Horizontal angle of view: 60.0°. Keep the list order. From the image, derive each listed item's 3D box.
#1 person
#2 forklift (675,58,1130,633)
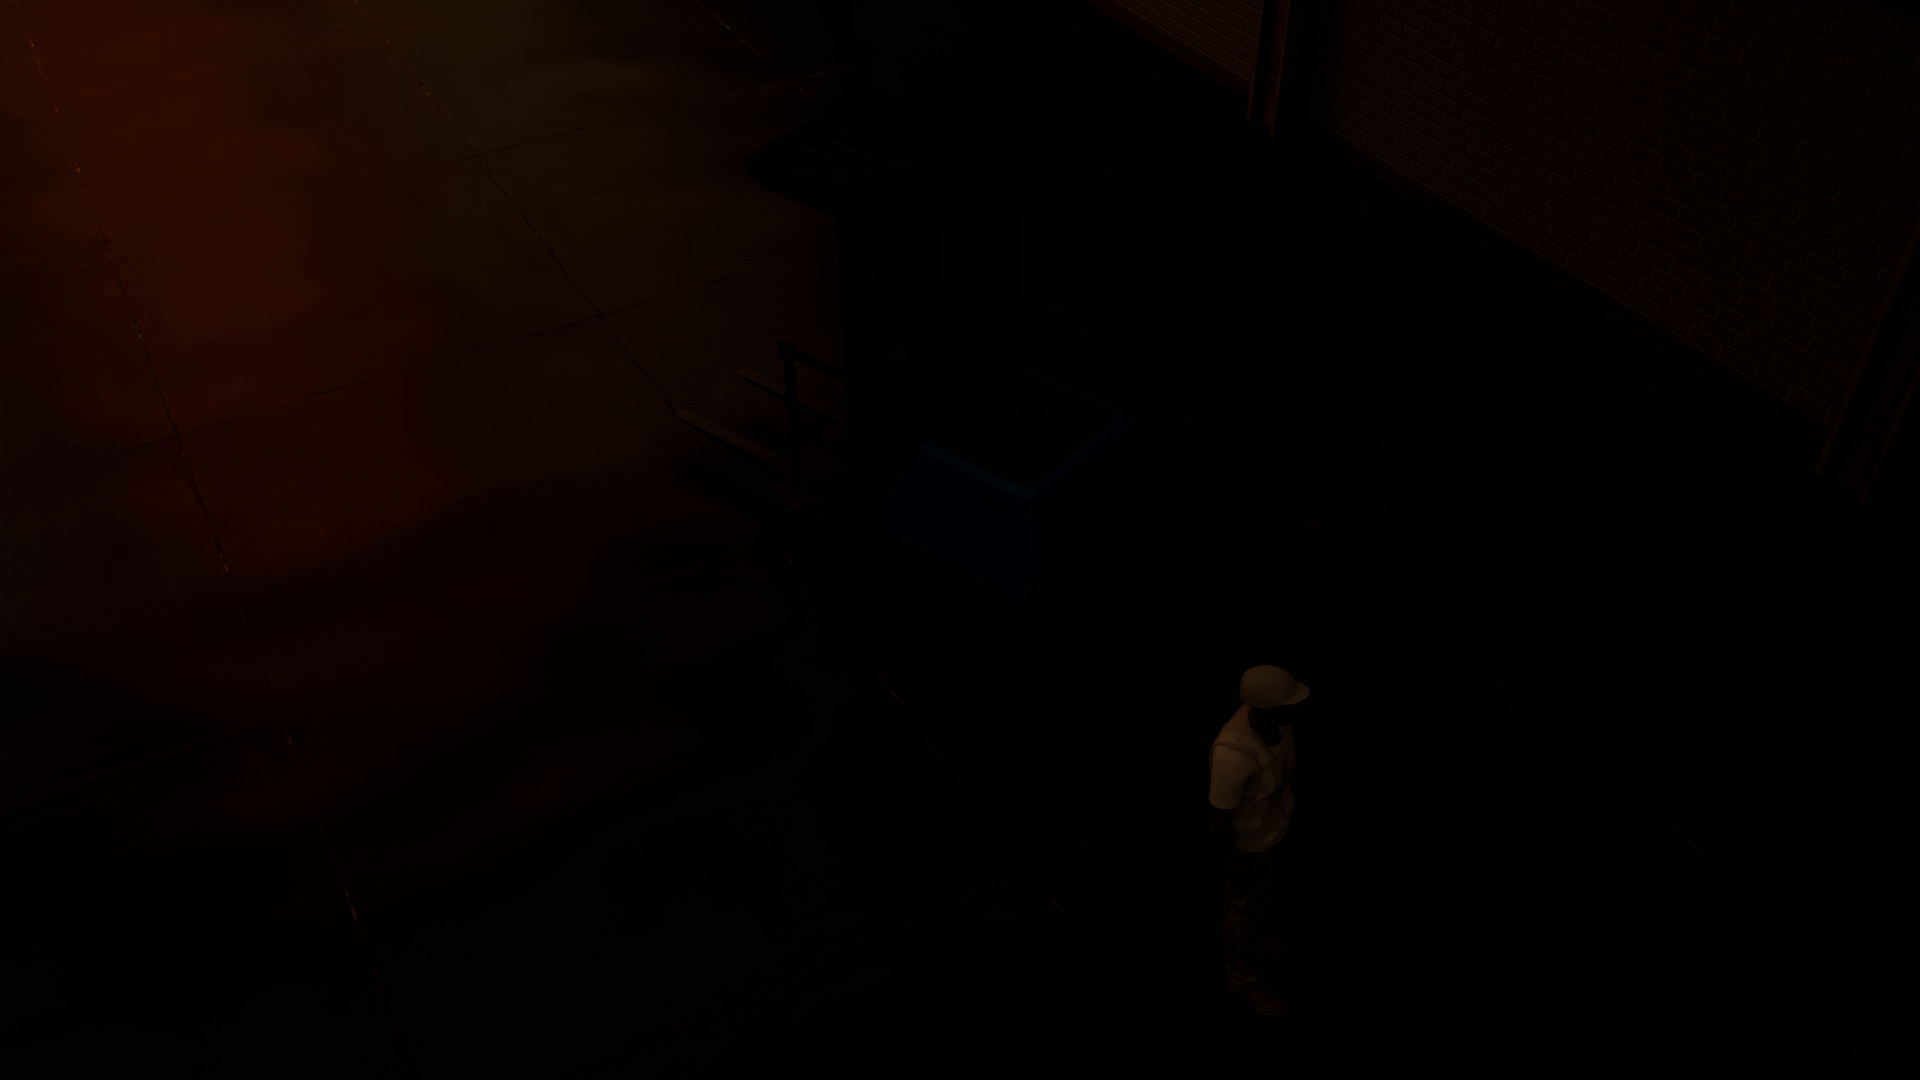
[{"bbox_3d":[1.379,1.282,7.391,0.577,1.765,0.666,20,44,22],"label":"person"},{"bbox_3d":[-0.481,-1.366,9.683,3.031,2.935,1.130,26,46,28],"label":"forklift"}]
